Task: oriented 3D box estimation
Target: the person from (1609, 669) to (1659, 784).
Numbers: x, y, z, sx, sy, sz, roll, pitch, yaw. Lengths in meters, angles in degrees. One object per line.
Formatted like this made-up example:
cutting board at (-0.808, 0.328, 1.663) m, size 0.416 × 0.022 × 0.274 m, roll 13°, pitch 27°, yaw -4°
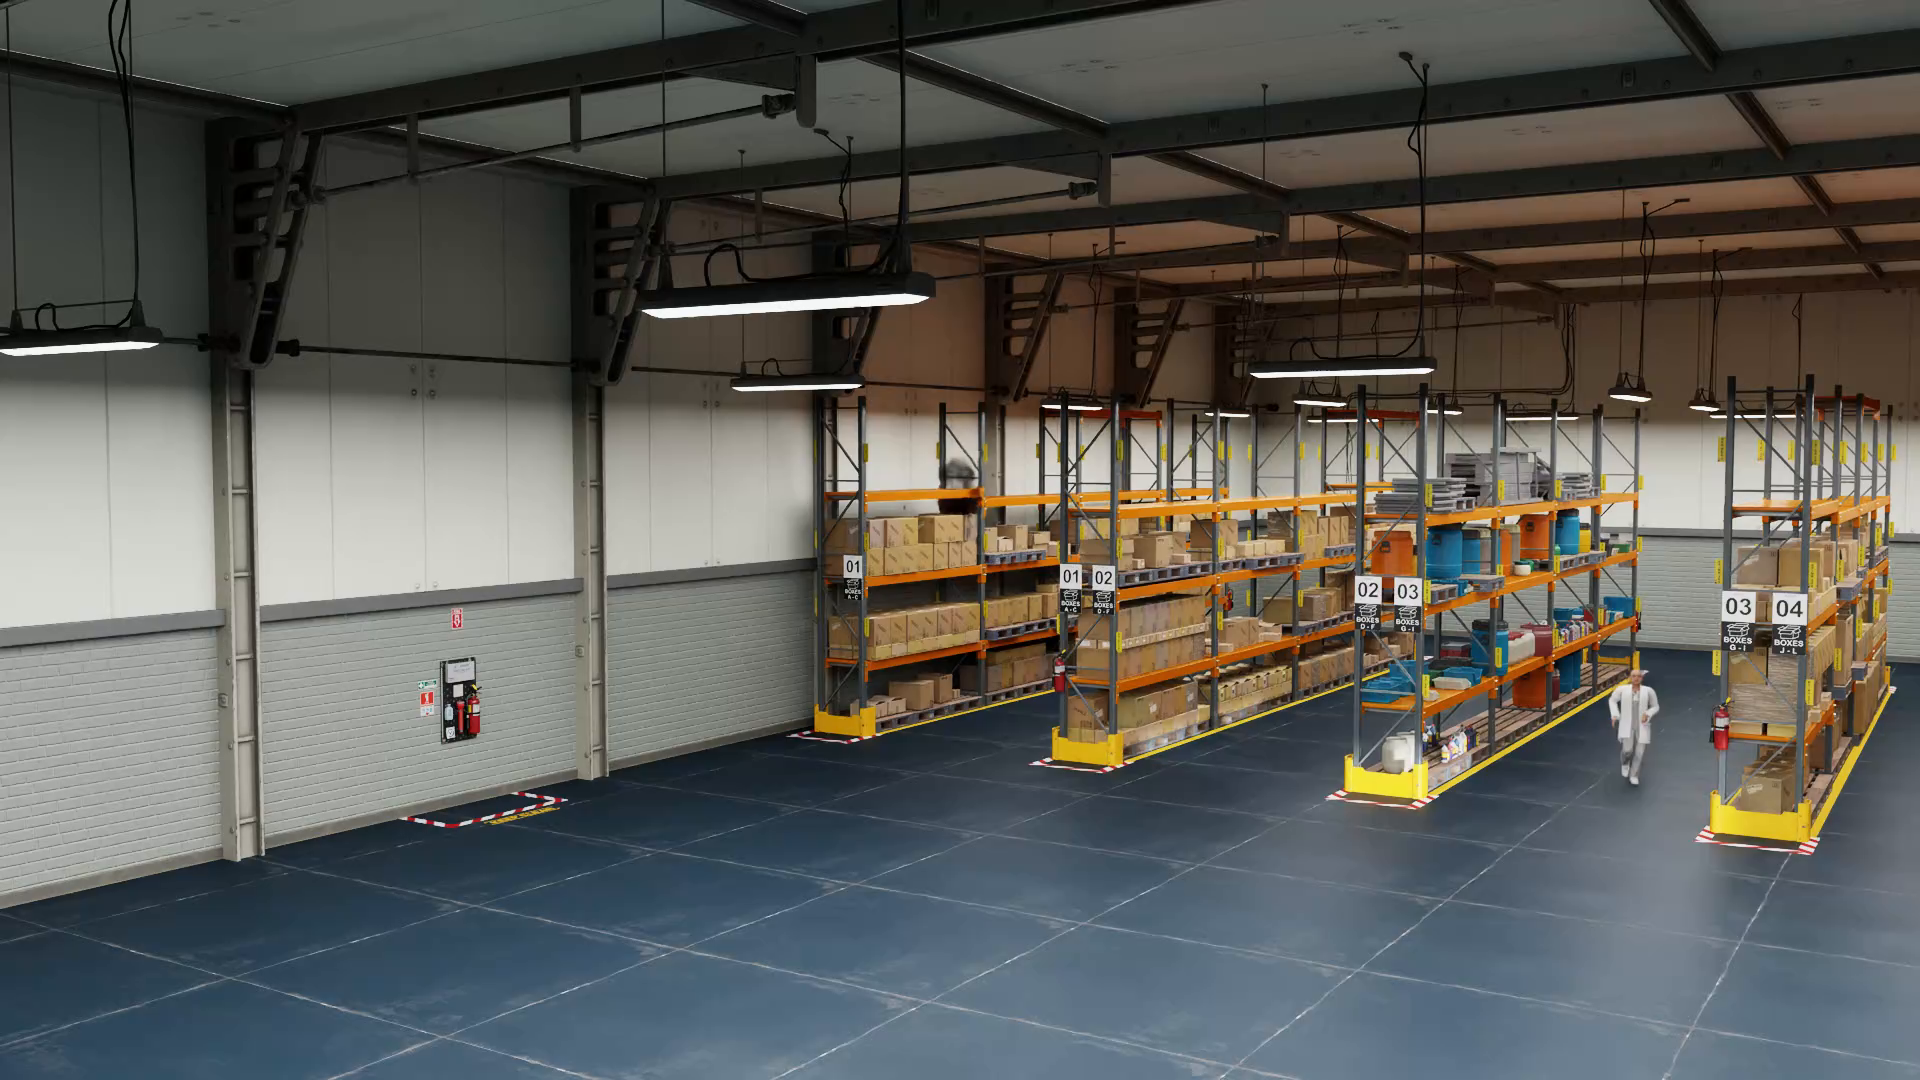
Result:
person at (10.165, 2.818, 25.072) m, size 0.704 × 1.732 × 0.628 m, roll 1°, pitch 3°, yaw 18°
